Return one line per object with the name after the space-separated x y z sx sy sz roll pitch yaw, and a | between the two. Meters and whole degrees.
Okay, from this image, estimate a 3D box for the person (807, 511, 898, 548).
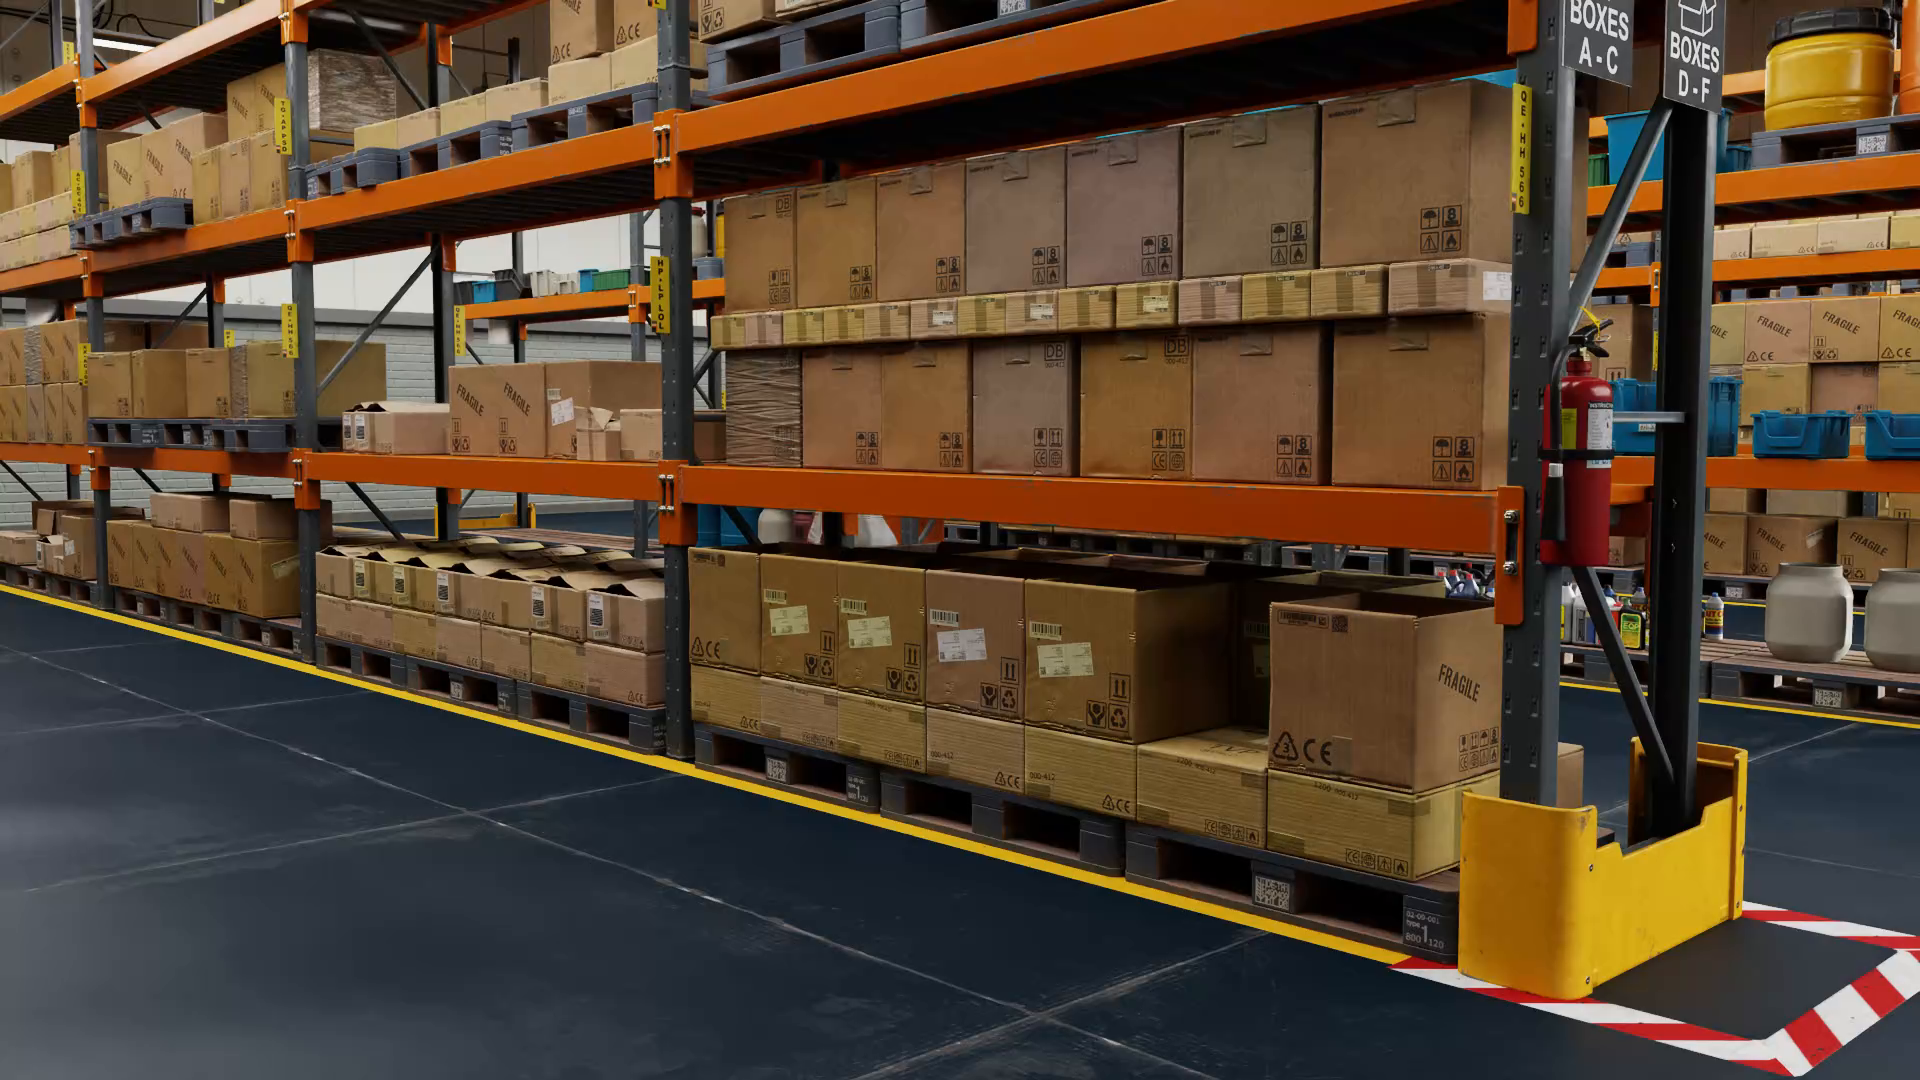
-0.712 0.119 10.638 0.462 1.242 0.688 -4 6 -44 | person
